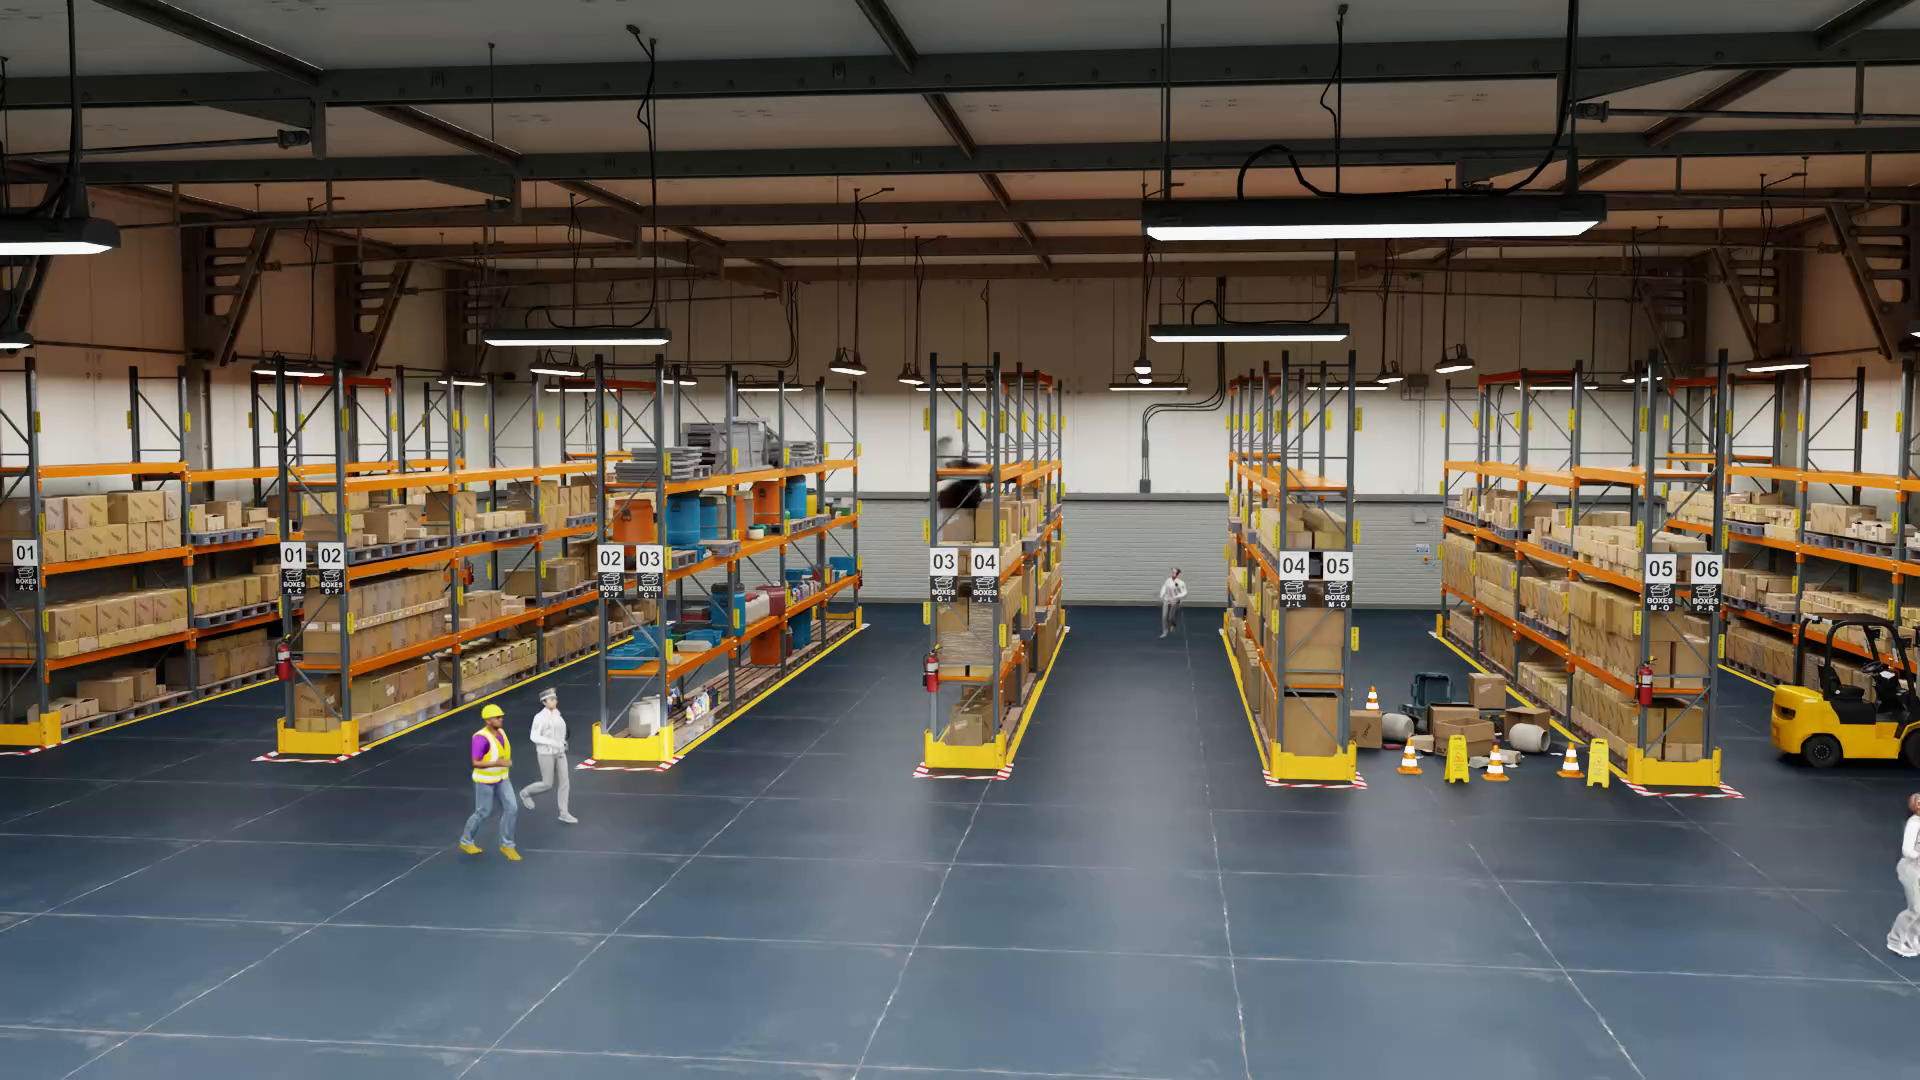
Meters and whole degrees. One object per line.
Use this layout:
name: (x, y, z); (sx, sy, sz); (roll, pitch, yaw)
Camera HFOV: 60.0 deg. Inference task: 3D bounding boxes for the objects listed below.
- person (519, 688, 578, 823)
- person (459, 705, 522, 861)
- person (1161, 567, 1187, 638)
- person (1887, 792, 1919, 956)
person: (-5.142, 2.683, 20.862); (0.869, 1.681, 0.616); (2, 5, 28)
person: (-5.363, 2.788, 19.013); (0.821, 1.827, 0.643); (2, 4, 25)
person: (4.999, 1.449, 38.891); (0.657, 1.665, 0.674); (3, 5, 33)
person: (8.935, 3.118, 15.452); (0.536, 1.565, 0.585); (-3, 5, -36)
